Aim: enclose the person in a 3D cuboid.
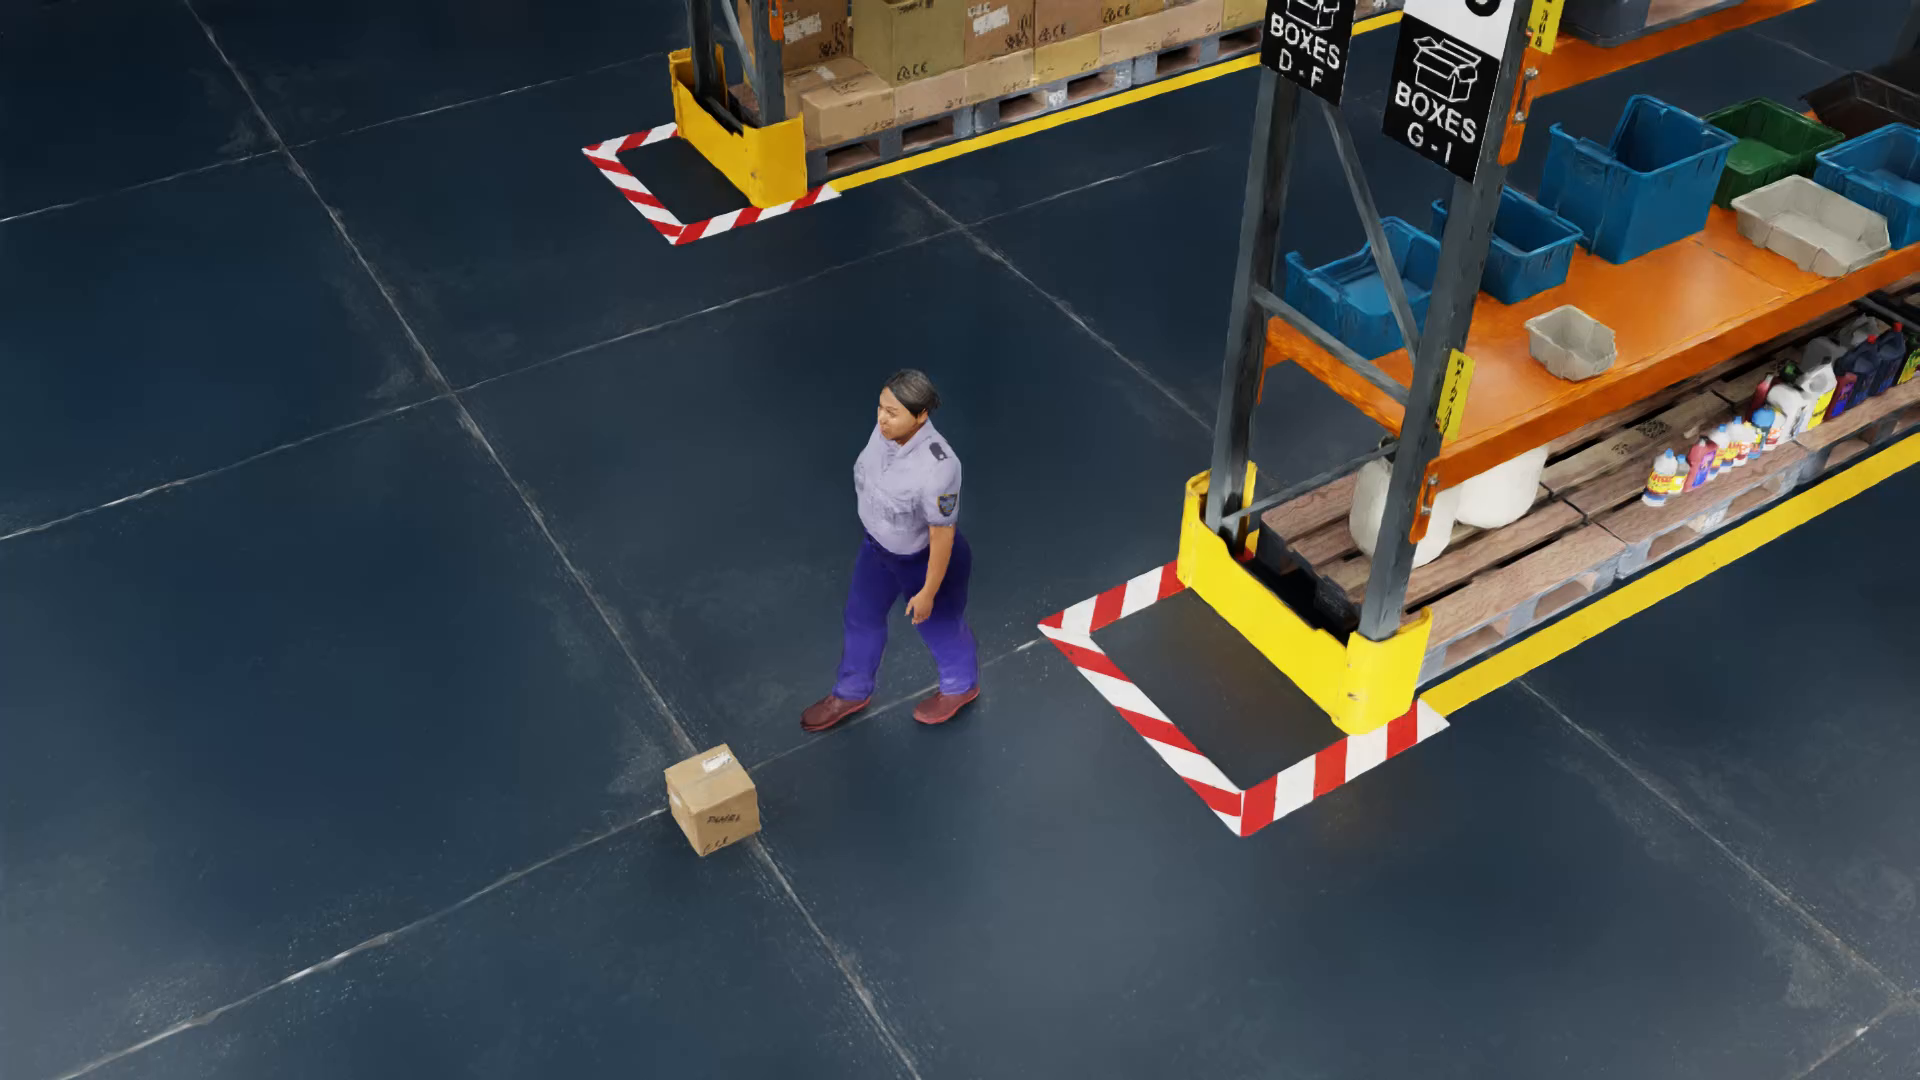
[{"bbox_3d":[-0.236,0.090,6.043,0.683,1.638,0.494,-26,47,-27],"label":"person"}]
